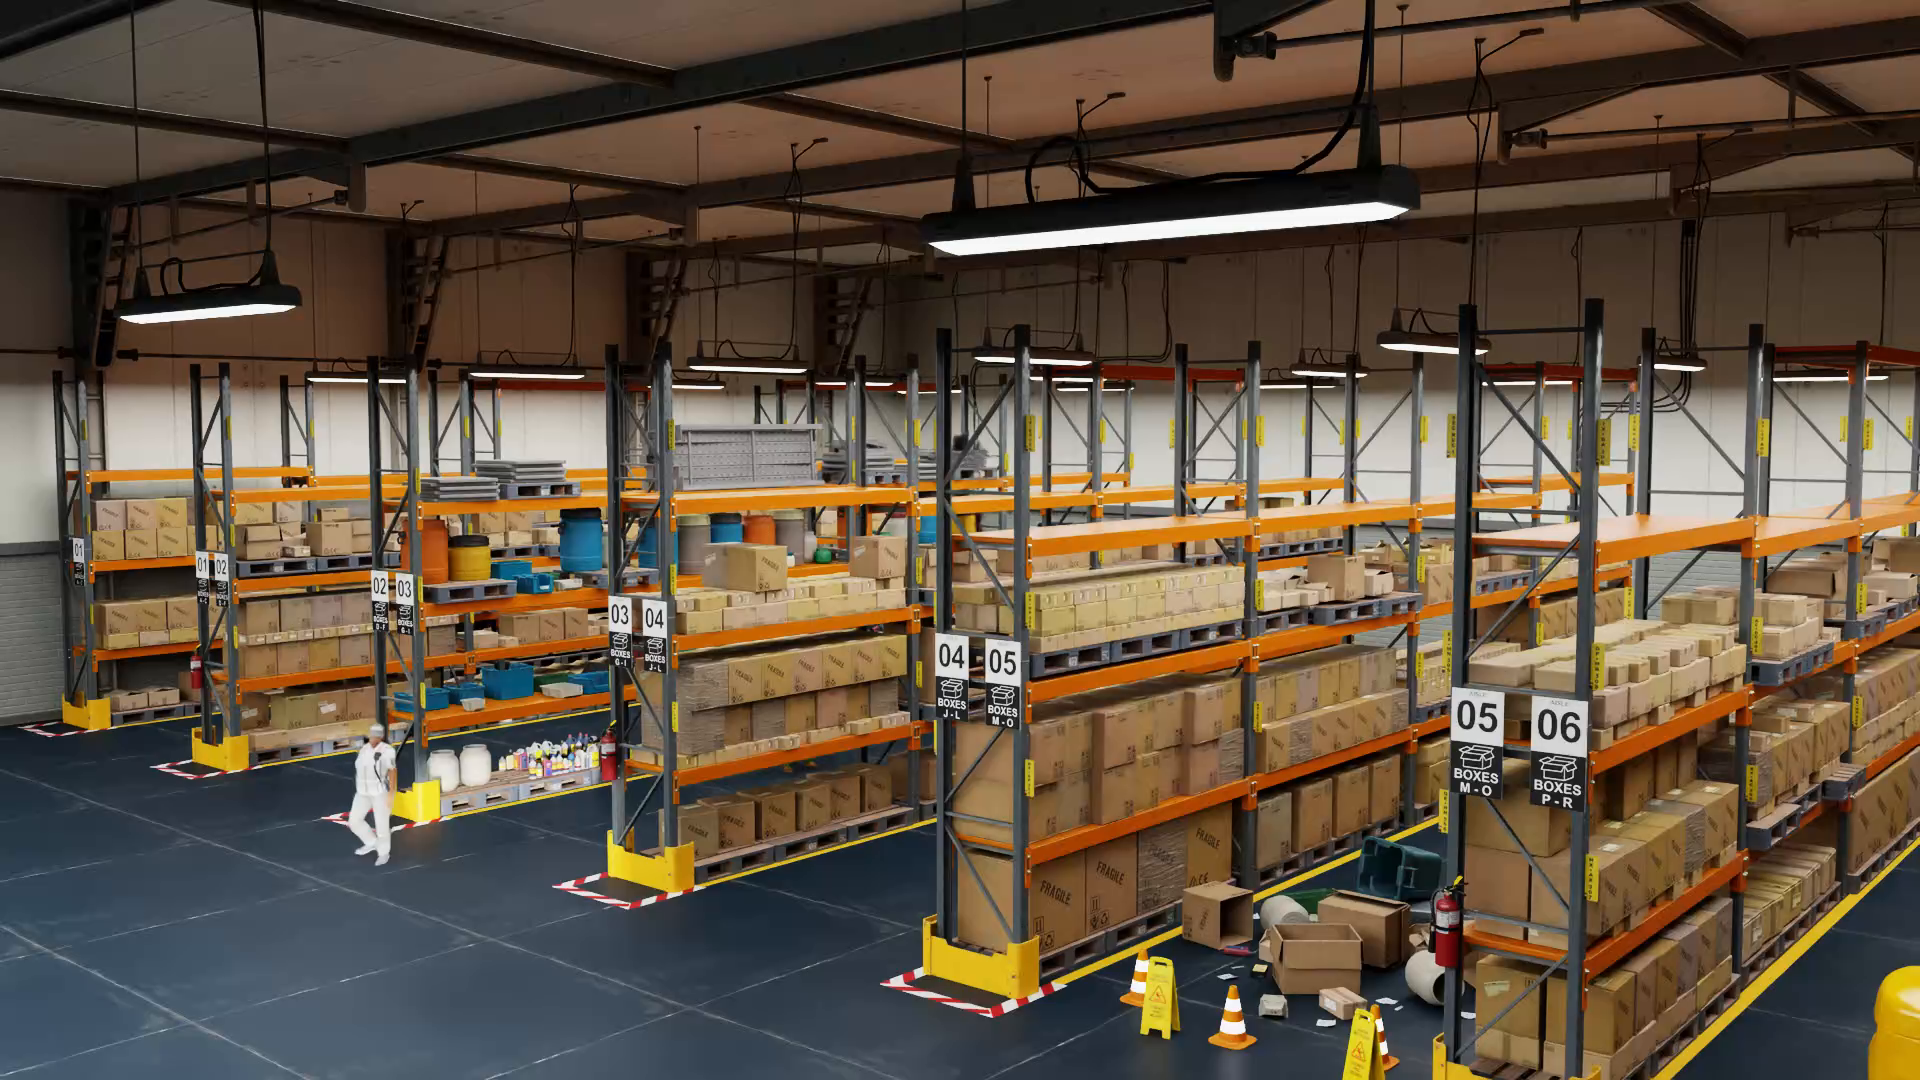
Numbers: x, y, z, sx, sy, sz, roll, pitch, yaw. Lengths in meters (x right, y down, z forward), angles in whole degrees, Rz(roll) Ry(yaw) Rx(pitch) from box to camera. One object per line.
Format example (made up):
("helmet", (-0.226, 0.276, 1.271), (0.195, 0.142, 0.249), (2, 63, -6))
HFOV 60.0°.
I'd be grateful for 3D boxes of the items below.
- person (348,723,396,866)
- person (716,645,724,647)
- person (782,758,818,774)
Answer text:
("person", (-6.821, 2.947, 19.323), (0.603, 1.671, 0.470), (1, 4, 13))
("person", (-4.092, 2.178, 30.056), (0.678, 1.718, 0.829), (0, 4, -5))
("person", (-2.422, 2.562, 24.436), (0.695, 1.718, 0.781), (-1, 4, -12))
